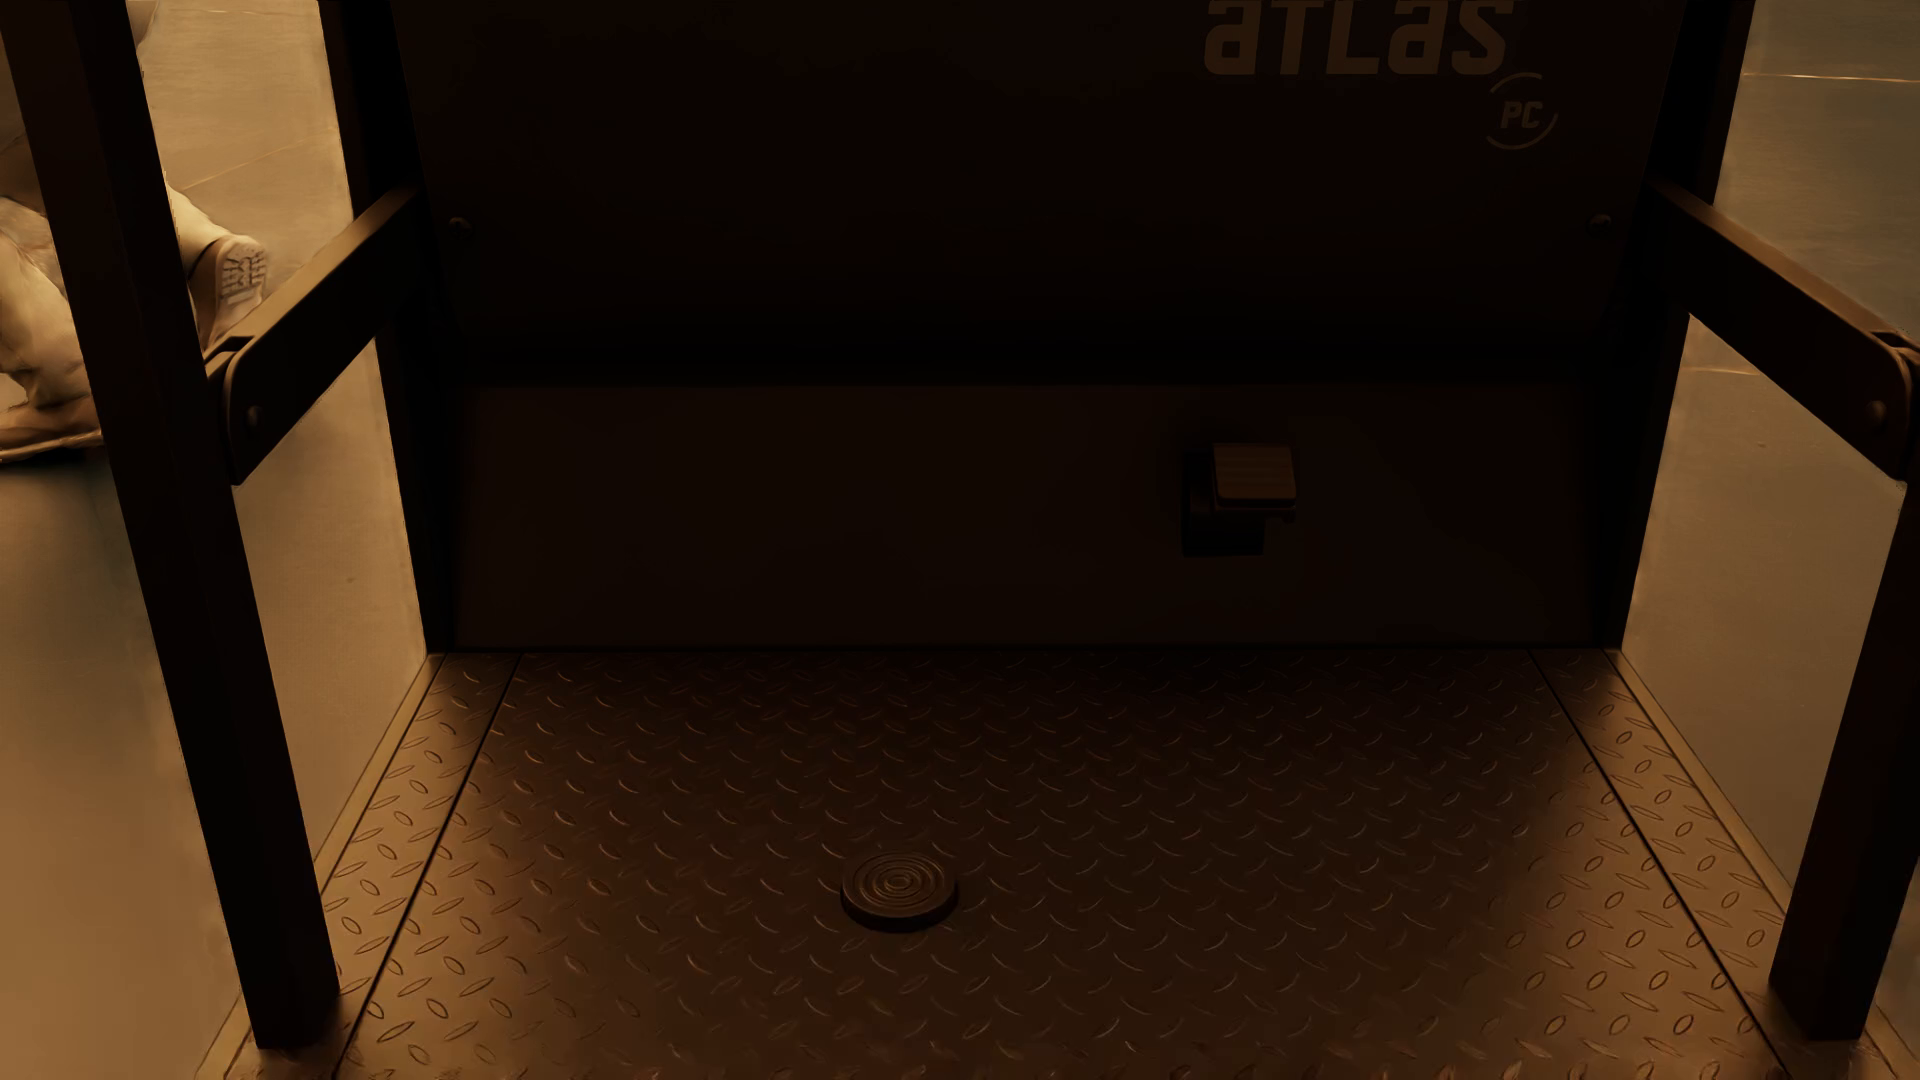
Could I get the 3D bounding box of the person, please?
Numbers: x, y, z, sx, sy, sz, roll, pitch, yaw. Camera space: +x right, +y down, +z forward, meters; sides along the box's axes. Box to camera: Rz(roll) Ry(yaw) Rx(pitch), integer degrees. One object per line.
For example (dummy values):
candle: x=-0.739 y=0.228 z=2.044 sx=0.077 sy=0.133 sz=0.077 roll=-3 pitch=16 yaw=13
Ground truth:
person: x=-1.564 y=-0.939 z=2.702 sx=0.568 sy=1.612 sz=0.973 roll=-2 pitch=27 yaw=-4

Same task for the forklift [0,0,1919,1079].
forklift: x=0.061 y=-0.796 z=0.824 sx=1.130 sy=2.935 sz=3.031 roll=0 pitch=27 yaw=0
